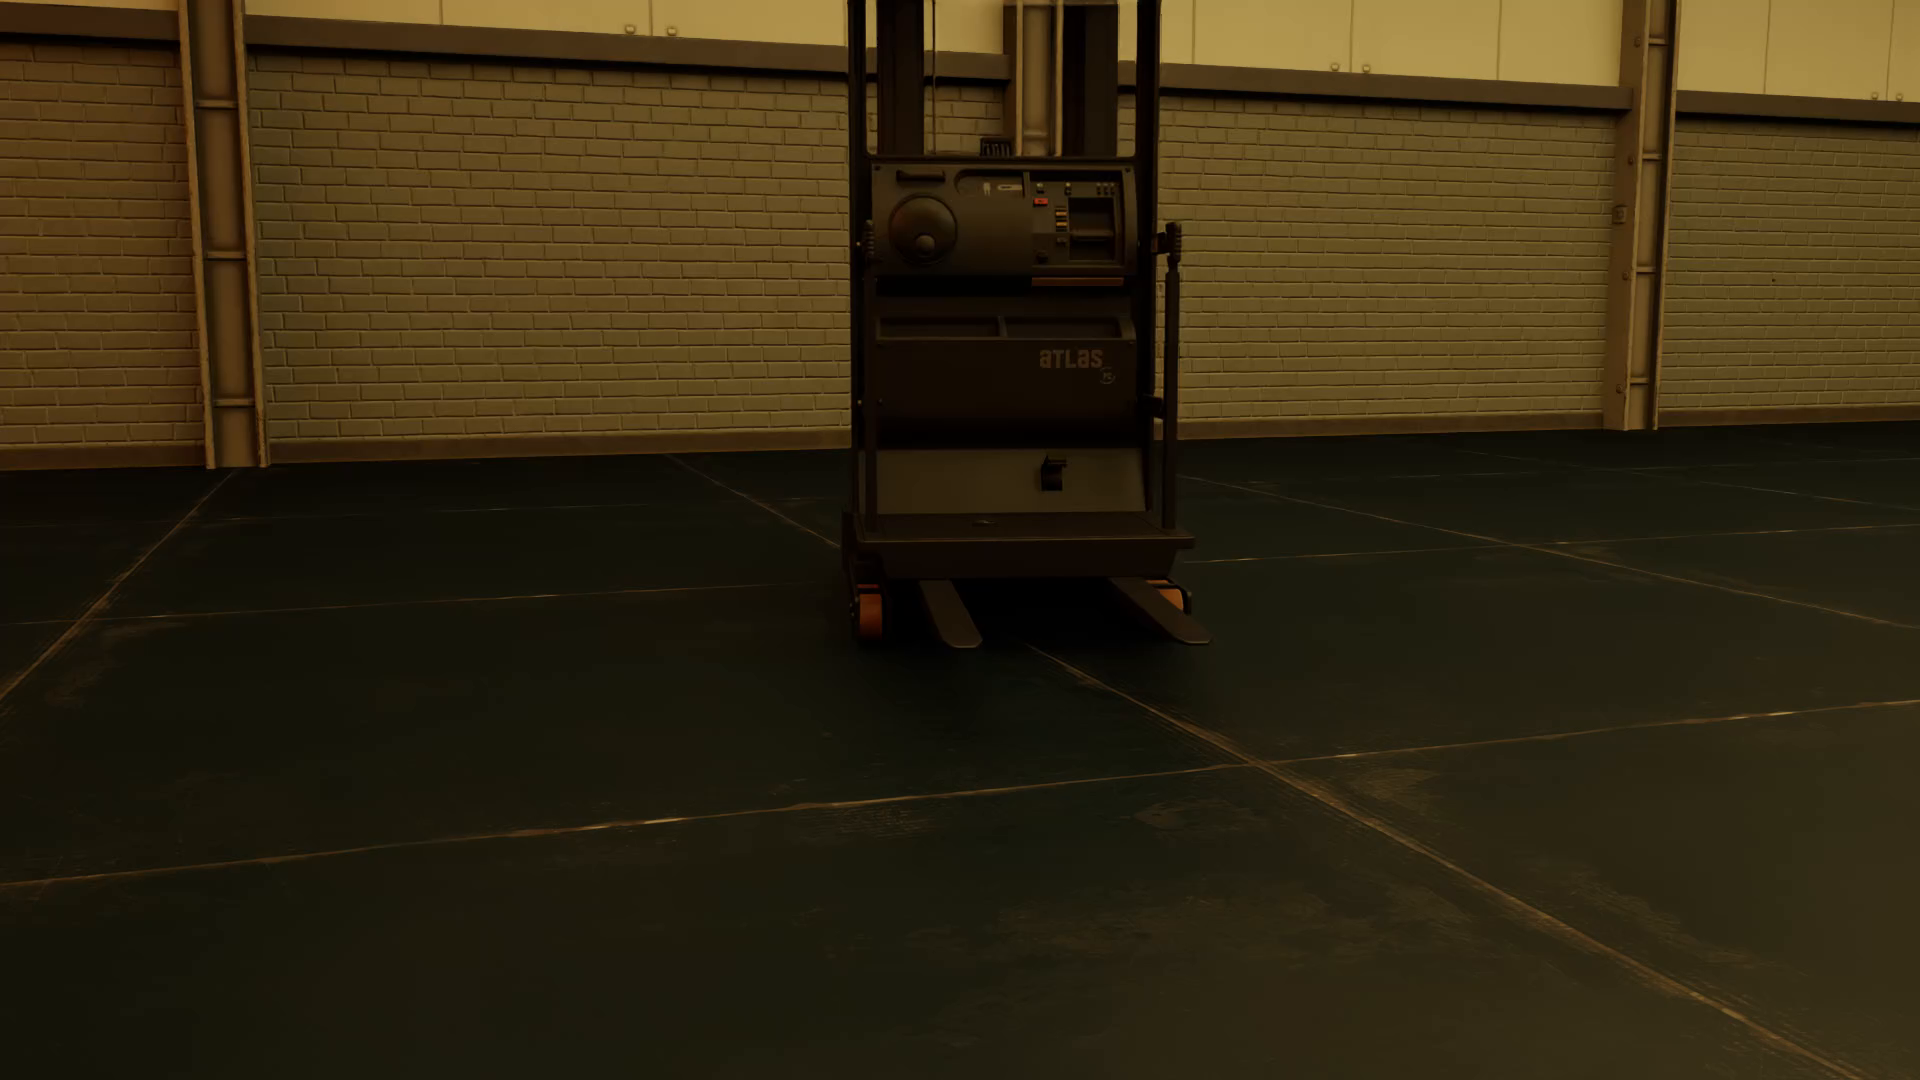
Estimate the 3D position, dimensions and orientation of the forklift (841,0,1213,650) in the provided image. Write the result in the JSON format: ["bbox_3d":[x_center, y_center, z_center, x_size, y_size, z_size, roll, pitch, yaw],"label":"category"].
[{"bbox_3d":[0.176,-1.164,5.606,1.130,2.935,3.031,-1,8,-5],"label":"forklift"}]
